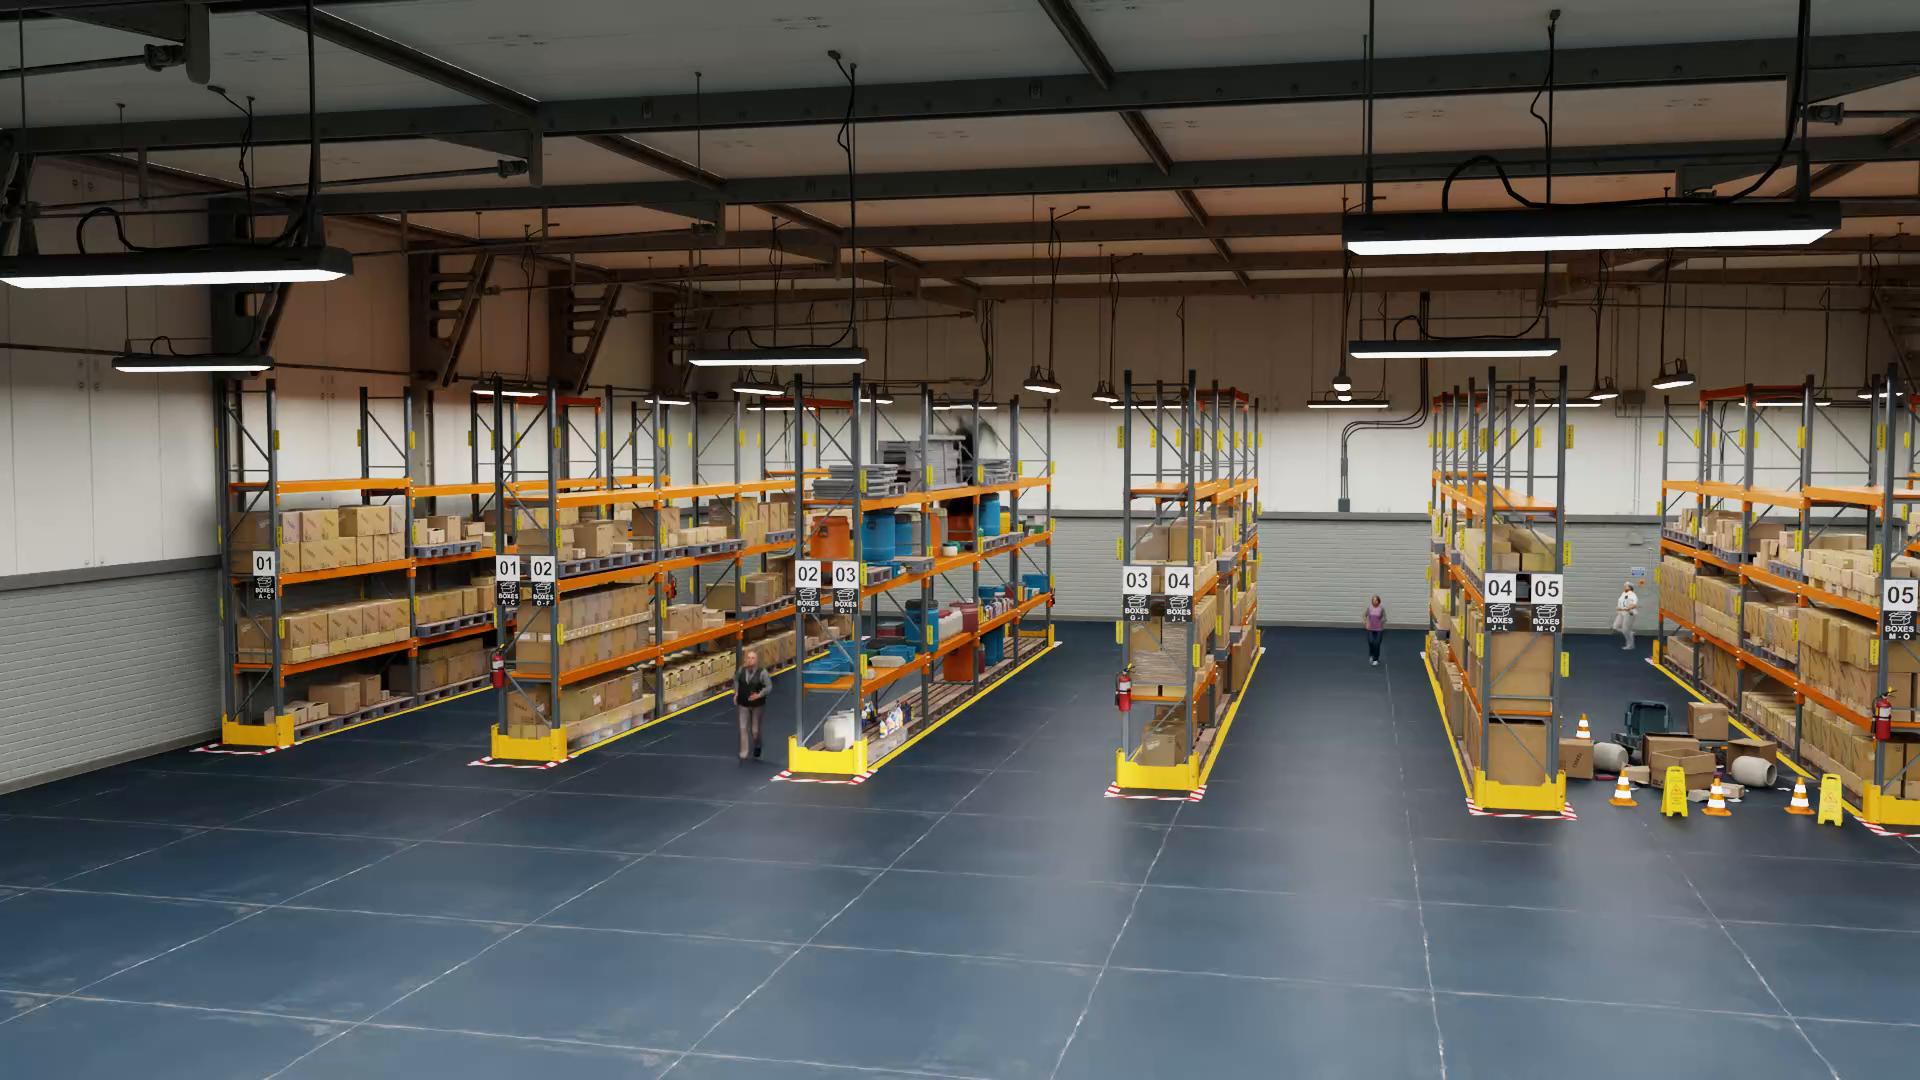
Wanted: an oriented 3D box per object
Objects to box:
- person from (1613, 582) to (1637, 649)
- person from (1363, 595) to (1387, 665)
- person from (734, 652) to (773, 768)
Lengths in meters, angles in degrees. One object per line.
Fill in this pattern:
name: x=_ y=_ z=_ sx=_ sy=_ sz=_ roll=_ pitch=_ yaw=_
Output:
person: x=15.927 y=1.803 z=39.825 sx=0.523 sy=1.624 sz=0.602 roll=-1 pitch=3 yaw=-10
person: x=9.172 y=2.007 z=36.810 sx=0.545 sy=1.560 sz=0.563 roll=1 pitch=4 yaw=19
person: x=-3.216 y=2.608 z=25.767 sx=0.659 sy=1.774 sz=0.864 roll=0 pitch=3 yaw=5
